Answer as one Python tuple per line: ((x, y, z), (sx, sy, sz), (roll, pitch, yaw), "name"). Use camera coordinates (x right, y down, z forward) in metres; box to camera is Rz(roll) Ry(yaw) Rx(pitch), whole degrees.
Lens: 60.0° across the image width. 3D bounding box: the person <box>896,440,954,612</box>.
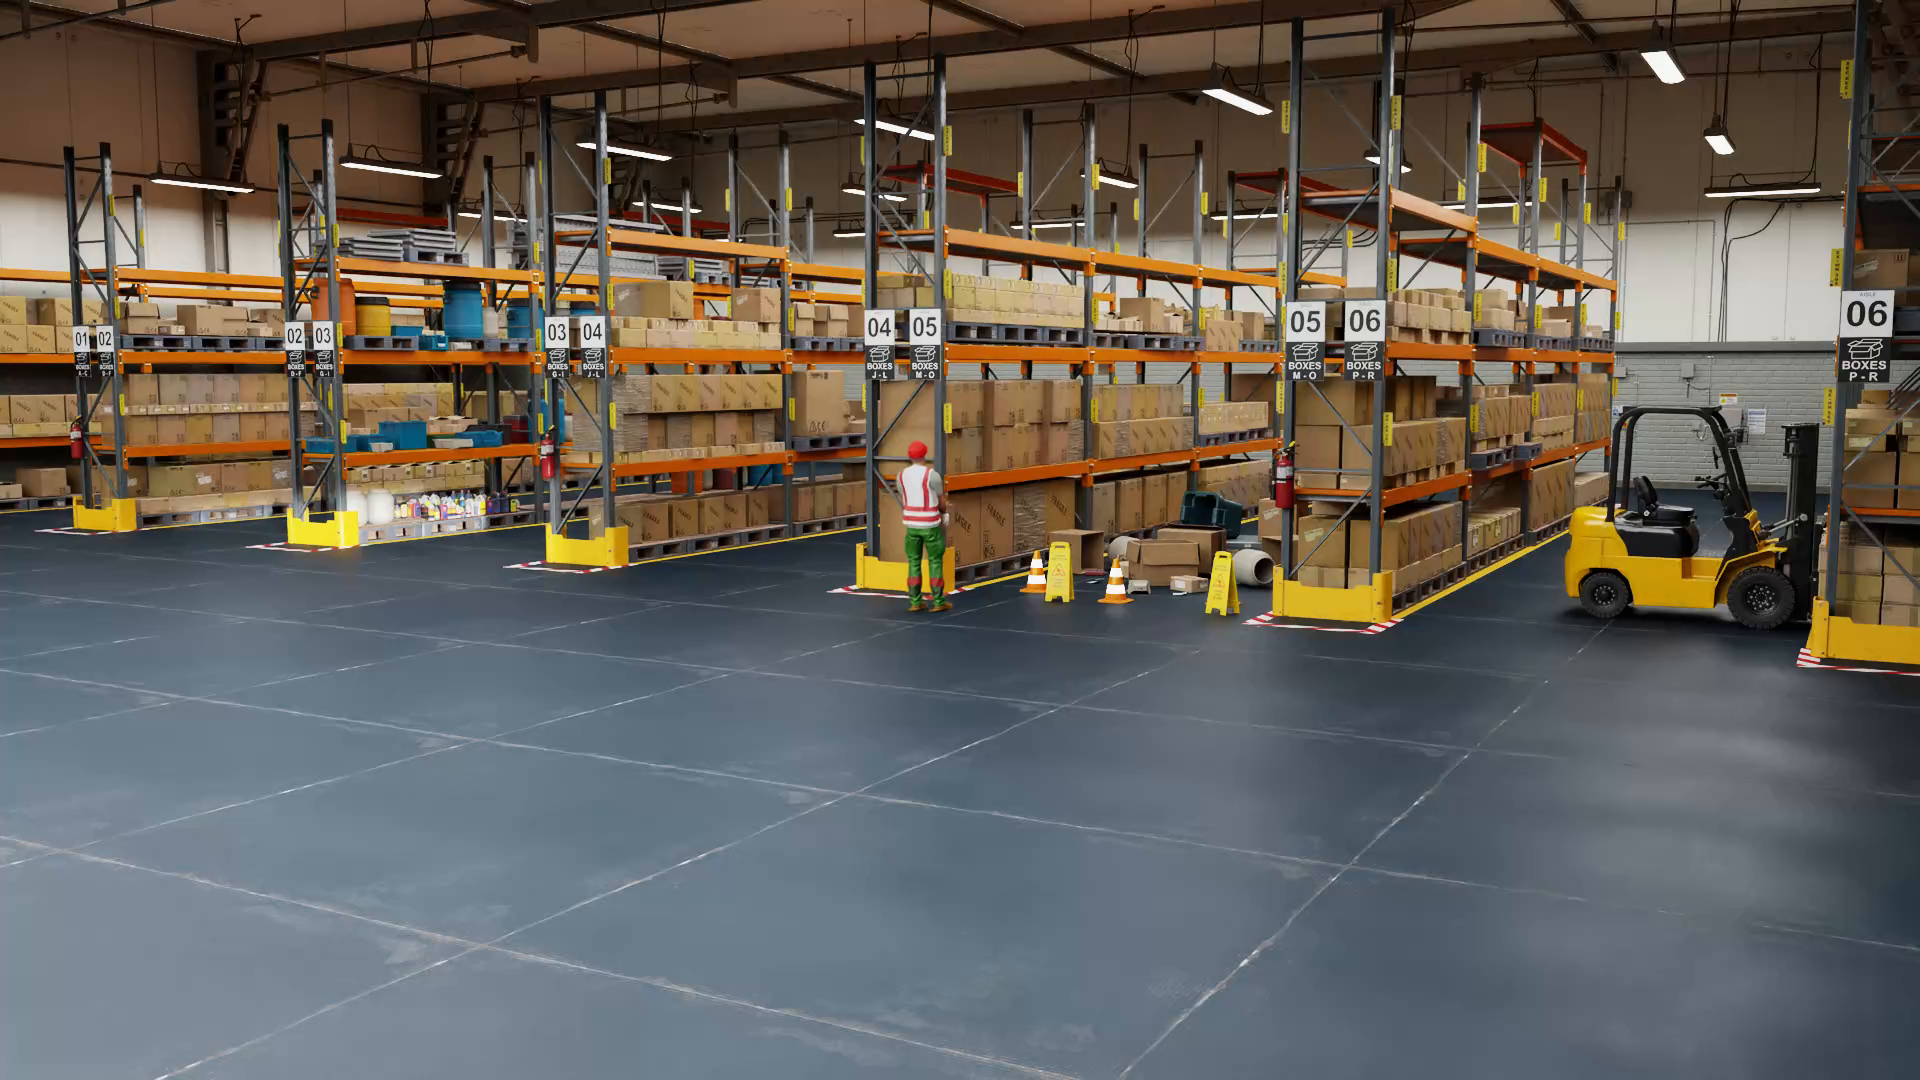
((-0.366, -0.156, 17.458), (0.536, 1.793, 0.538), (3, 6, 23), "person")
